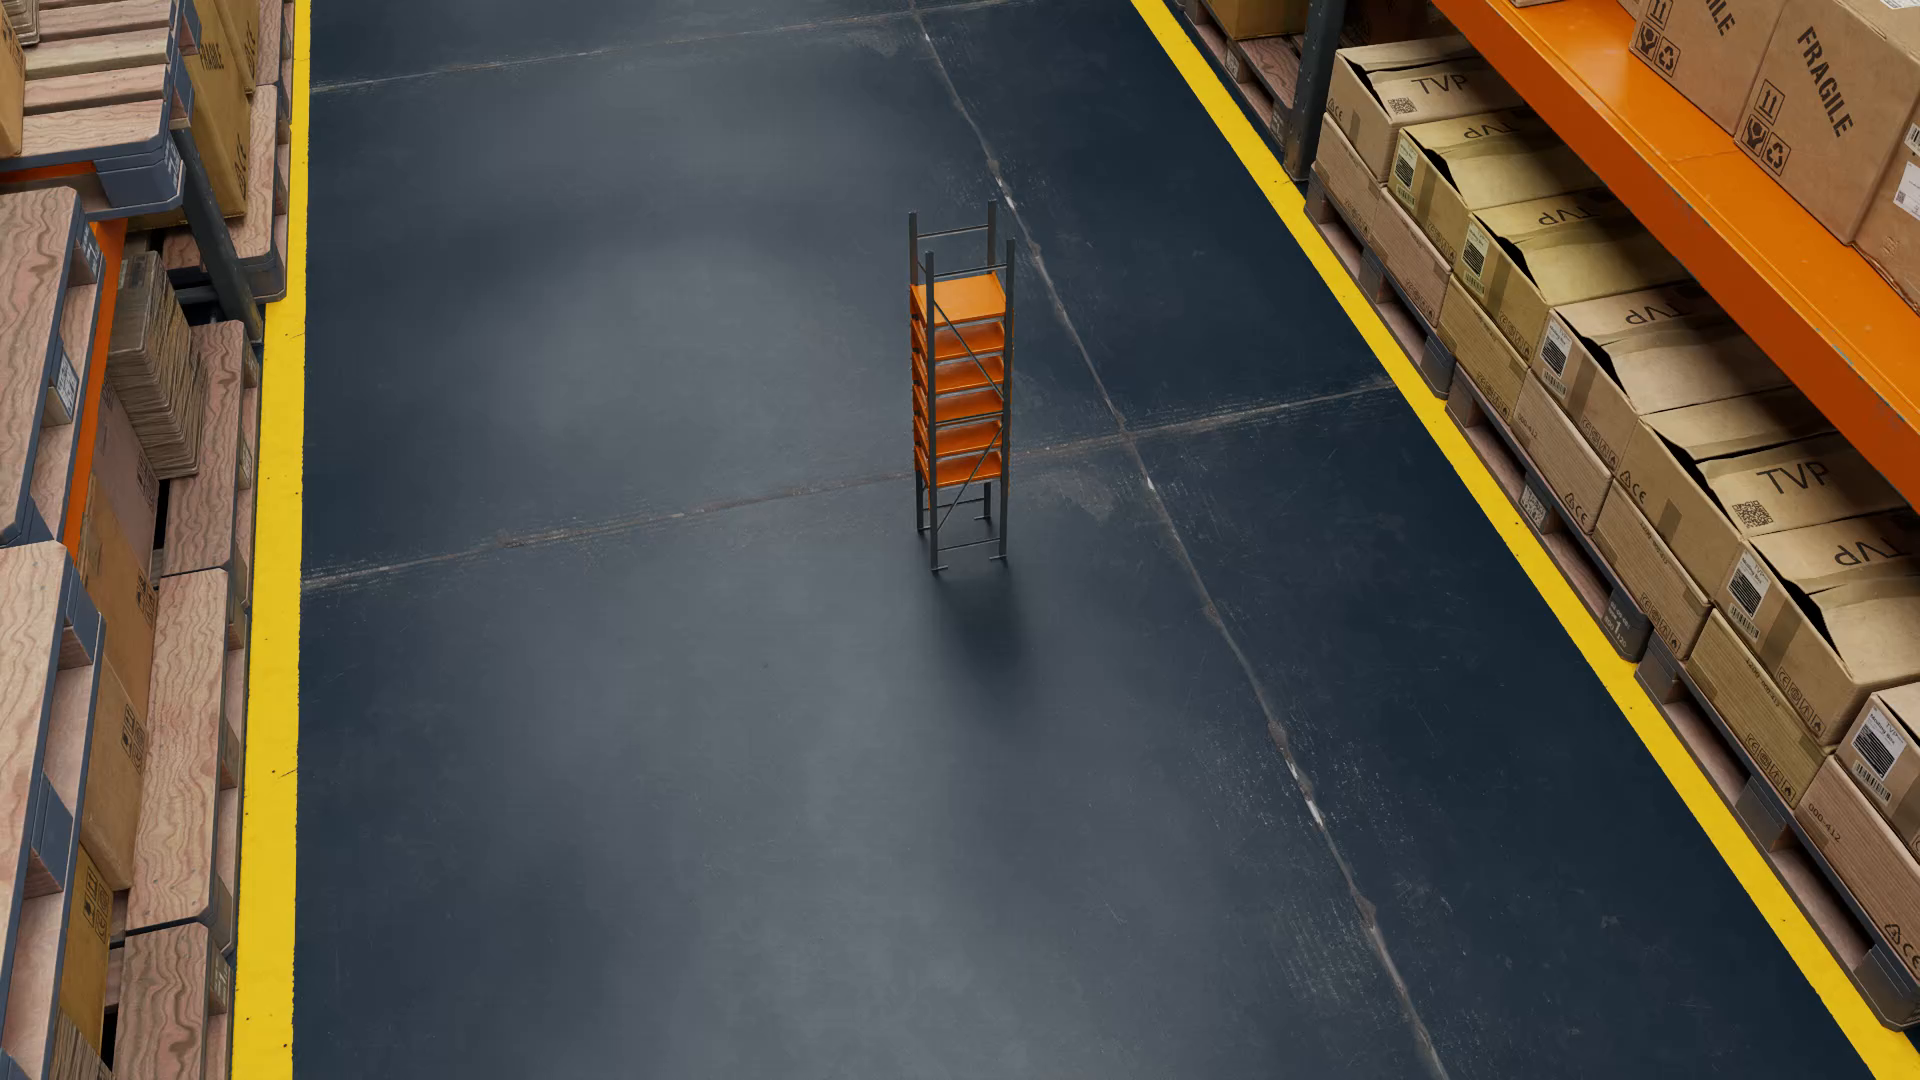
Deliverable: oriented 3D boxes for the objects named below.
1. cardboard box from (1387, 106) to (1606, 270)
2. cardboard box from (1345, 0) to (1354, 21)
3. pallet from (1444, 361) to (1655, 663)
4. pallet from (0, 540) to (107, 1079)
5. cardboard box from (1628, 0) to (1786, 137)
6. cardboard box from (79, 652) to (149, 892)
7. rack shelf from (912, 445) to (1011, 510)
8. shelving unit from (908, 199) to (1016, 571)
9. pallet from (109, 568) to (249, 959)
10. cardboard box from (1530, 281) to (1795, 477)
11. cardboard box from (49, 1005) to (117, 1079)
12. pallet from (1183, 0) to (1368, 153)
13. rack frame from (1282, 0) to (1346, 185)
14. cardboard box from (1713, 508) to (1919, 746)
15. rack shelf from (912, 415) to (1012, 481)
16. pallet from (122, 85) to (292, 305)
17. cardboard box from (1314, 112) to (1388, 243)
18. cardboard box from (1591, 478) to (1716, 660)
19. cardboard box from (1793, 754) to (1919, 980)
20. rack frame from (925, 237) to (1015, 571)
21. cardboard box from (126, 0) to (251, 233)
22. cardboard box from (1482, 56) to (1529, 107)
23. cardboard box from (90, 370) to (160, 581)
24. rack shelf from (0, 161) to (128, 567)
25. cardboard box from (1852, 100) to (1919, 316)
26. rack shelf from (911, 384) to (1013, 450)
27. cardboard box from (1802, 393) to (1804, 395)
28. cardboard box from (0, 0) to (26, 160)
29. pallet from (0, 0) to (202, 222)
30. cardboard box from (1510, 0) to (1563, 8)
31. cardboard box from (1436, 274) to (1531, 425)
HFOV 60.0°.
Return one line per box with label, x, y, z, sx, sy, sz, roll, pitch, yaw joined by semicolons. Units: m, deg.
cardboard box;1.795;-1.209;5.573;0.500;0.311;0.500;-12;47;-11
cardboard box;1.822;-2.611;7.150;0.500;0.500;0.500;-12;47;-12
pallet;2.284;-0.212;5.310;1.003;0.211;1.213;-11;47;-10
pallet;-2.017;0.578;2.717;1.003;0.211;1.213;-11;47;-10
cardboard box;2.247;-1.484;4.534;0.500;0.500;0.500;-13;47;-12
cardboard box;-2.438;0.574;4.030;0.700;0.500;0.500;-10;46;-10
rack shelf;0.004;-0.211;5.015;0.258;0.103;0.180;-11;47;-10
shelving unit;0.004;-0.410;4.812;0.258;1.200;0.189;-11;47;-10
pallet;-2.478;0.660;4.455;1.003;0.211;1.213;-11;47;-10
cardboard box;2.055;-0.502;4.880;0.500;0.311;0.500;-11;47;-11
cardboard box;-2.166;1.281;3.336;0.700;0.500;0.500;-9;46;-9
pallet;1.647;-2.151;7.210;1.003;0.211;1.213;-11;47;-10
rack frame;1.802;-2.605;5.702;1.000;3.000;0.127;-11;47;-10
cardboard box;2.306;0.191;4.201;0.500;0.311;0.500;-10;46;-9
rack shelf;0.004;-0.295;4.929;0.258;0.103;0.180;-11;47;-10
pallet;-3.115;-1.278;6.355;1.003;0.211;1.213;-11;47;-10
cardboard box;1.652;-1.374;6.127;0.500;0.250;0.500;-11;47;-10
cardboard box;2.181;0.036;4.745;0.500;0.250;0.500;-10;46;-9
cardboard box;2.440;0.739;4.057;0.500;0.250;0.500;-11;47;-11
rack frame;0.027;-0.347;4.750;0.240;1.200;0.006;-11;47;-10
cardboard box;-3.047;-1.623;5.951;0.750;0.750;0.750;-11;47;-11
cardboard box;2.174;-1.669;6.024;0.500;0.311;0.500;-10;46;-9
cardboard box;-2.731;-0.111;4.701;0.700;0.500;0.500;-11;47;-10
rack shelf;-2.474;-0.064;3.716;1.077;0.370;4.000;-11;47;-10
cardboard box;2.510;-0.775;3.839;0.500;0.500;0.500;-8;46;-7
rack shelf;0.004;-0.379;4.843;0.258;0.103;0.180;-11;47;-10
cardboard box;2.566;-0.616;4.992;0.500;0.311;0.500;-10;46;-9
cardboard box;-2.686;-1.182;3.930;0.700;0.500;0.500;-15;47;-14
pallet;-2.700;-1.157;4.418;1.213;0.211;1.003;-11;47;-10
cardboard box;1.844;-1.921;5.094;0.500;0.311;0.500;-11;47;-11
cardboard box;1.921;-0.669;5.437;0.500;0.250;0.500;-12;47;-11
